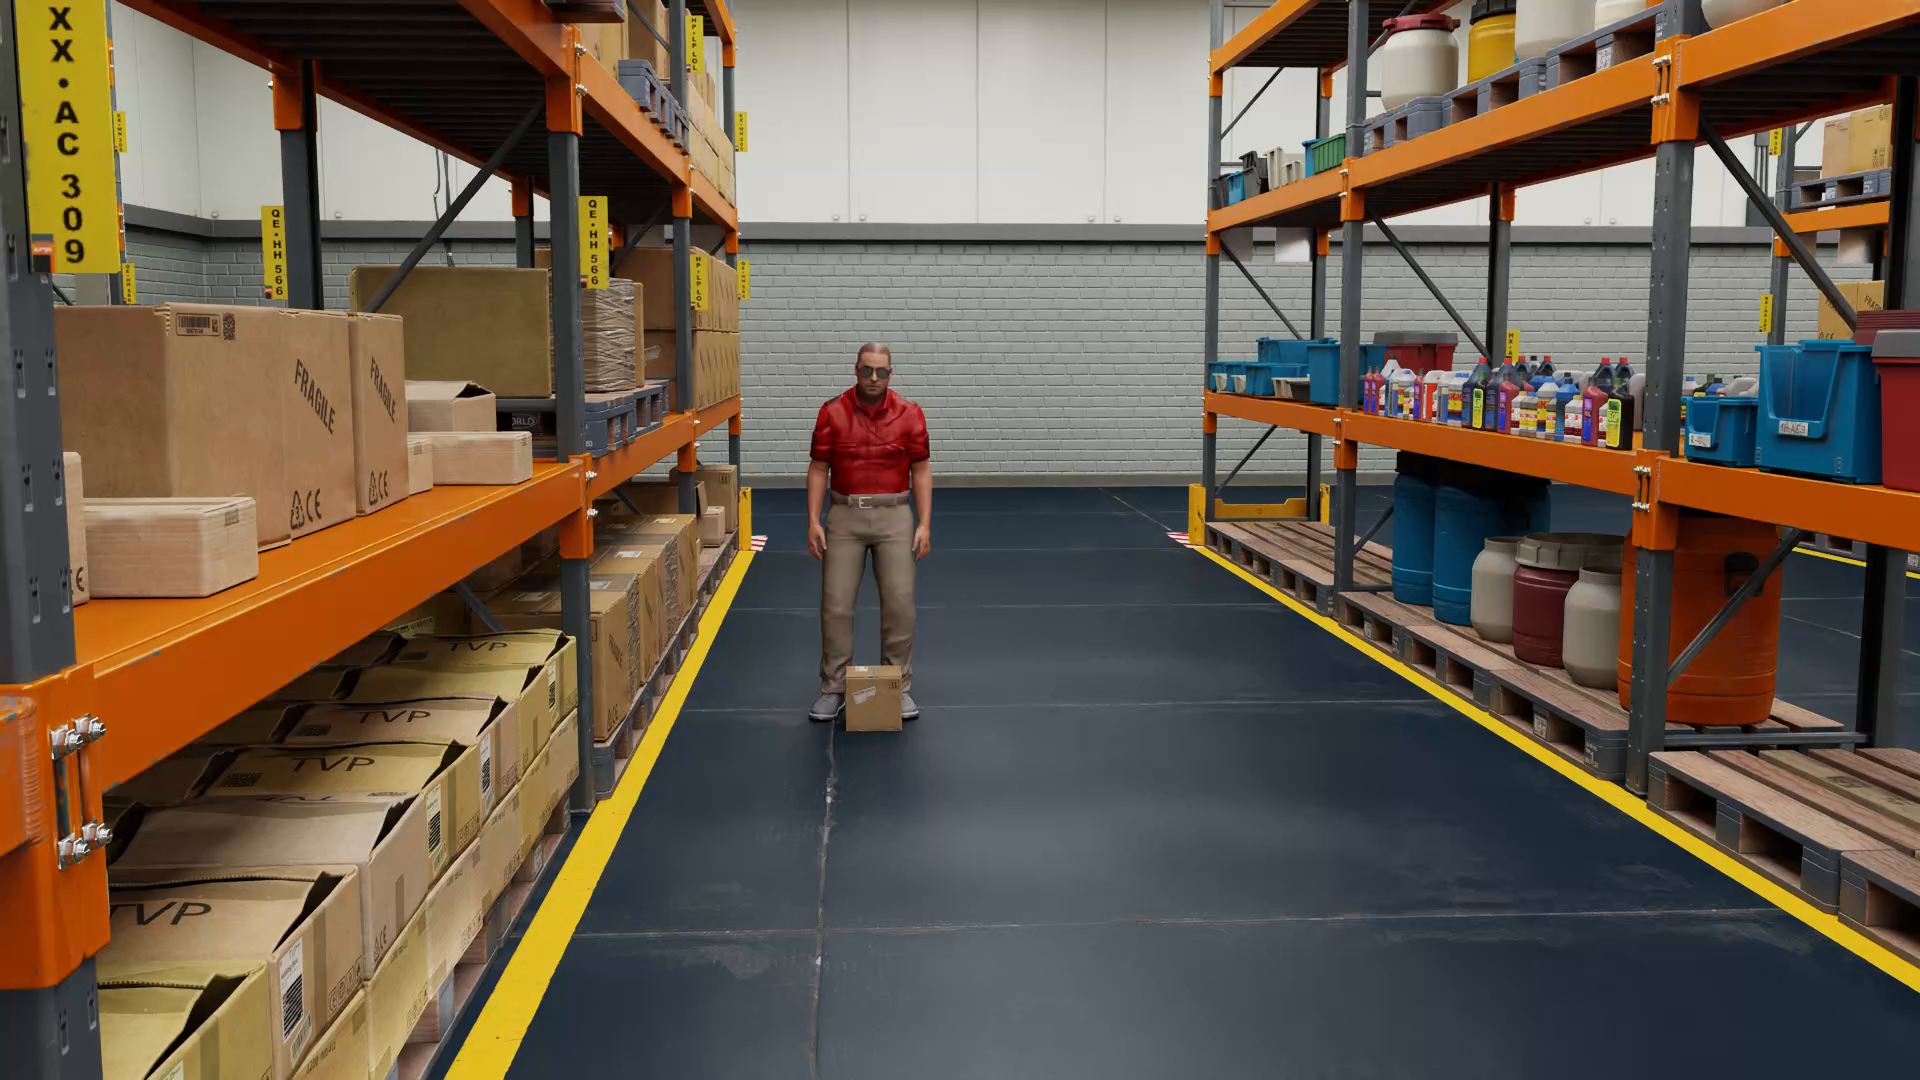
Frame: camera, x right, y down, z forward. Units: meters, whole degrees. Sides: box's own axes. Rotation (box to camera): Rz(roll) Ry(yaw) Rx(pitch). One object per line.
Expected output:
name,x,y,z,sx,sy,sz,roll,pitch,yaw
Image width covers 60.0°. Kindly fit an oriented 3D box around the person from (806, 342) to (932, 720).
person,-0.418,-0.048,7.702,0.583,1.726,0.394,0,7,-4
